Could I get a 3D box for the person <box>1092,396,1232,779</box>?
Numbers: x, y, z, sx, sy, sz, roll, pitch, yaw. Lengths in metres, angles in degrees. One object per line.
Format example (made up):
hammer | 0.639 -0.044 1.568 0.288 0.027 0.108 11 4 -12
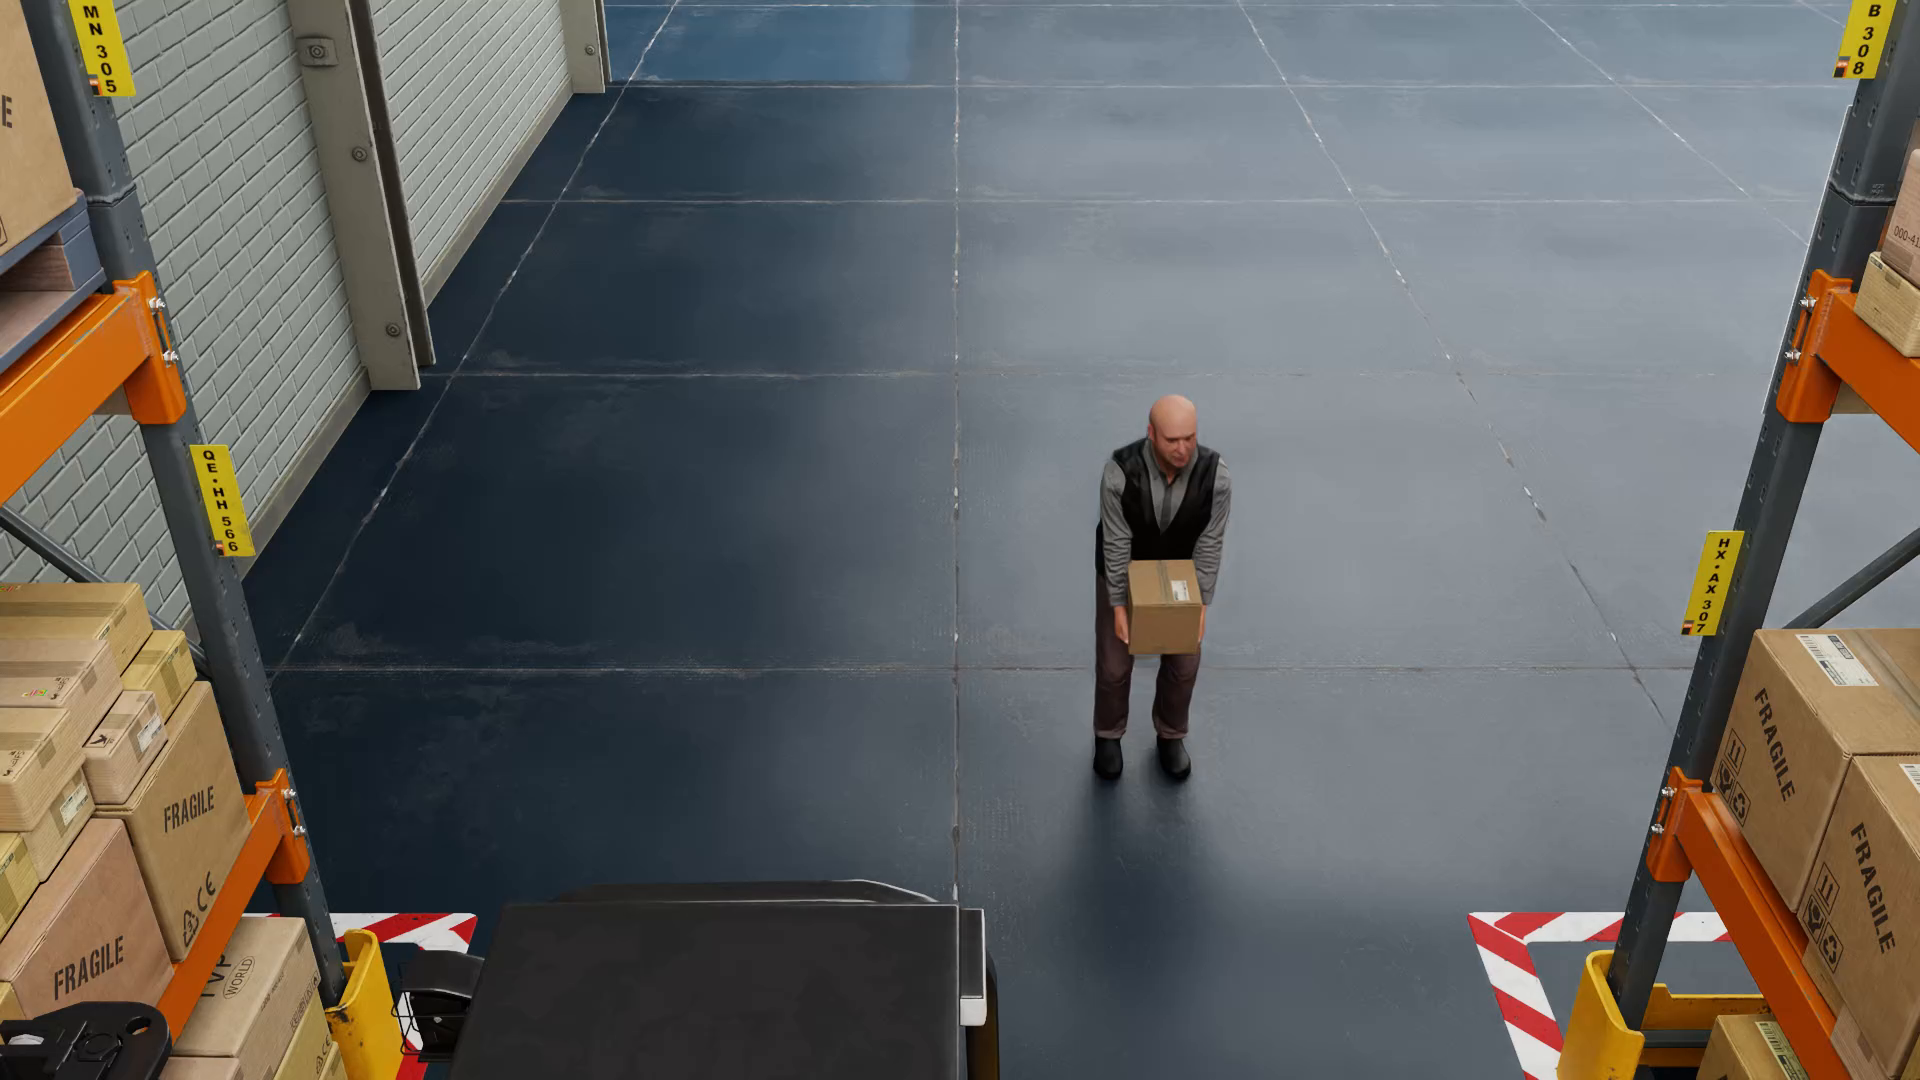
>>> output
person | 0.757 0.204 6.347 0.486 1.703 0.581 -1 31 -1
